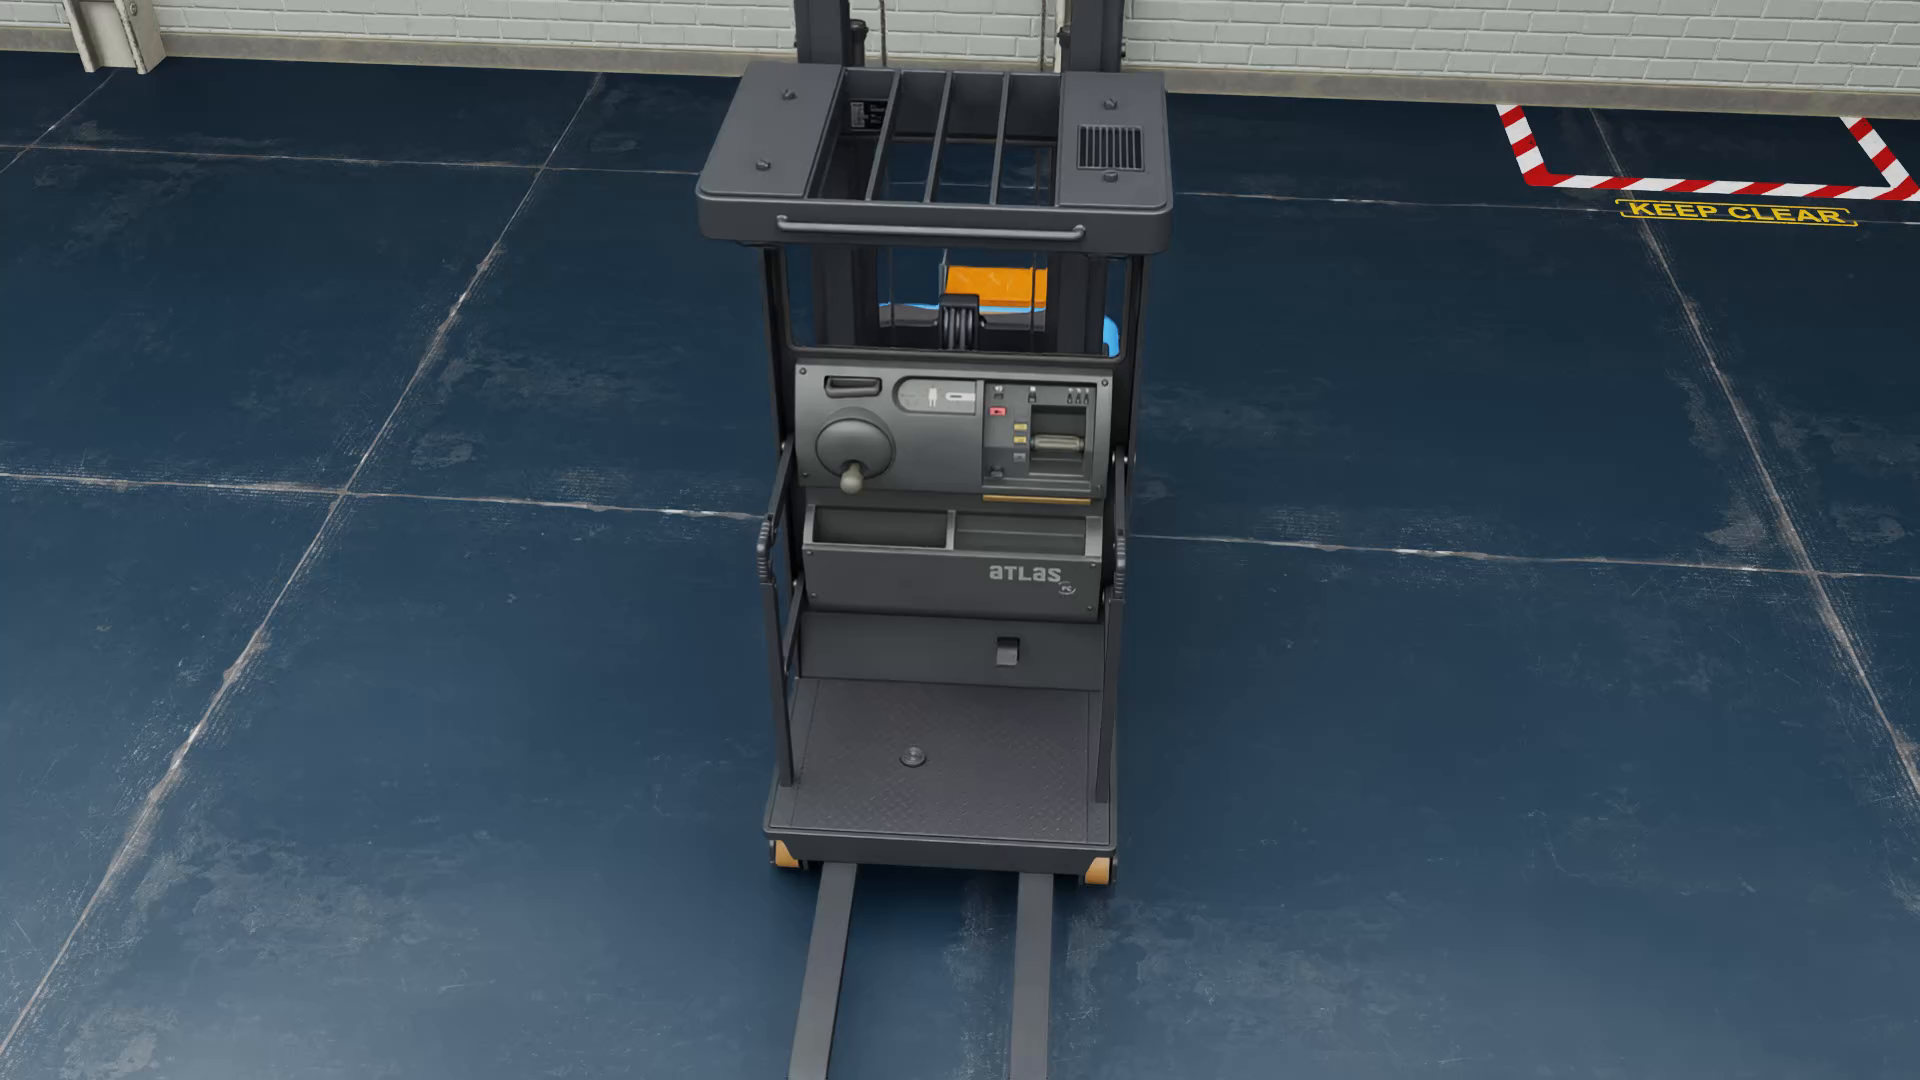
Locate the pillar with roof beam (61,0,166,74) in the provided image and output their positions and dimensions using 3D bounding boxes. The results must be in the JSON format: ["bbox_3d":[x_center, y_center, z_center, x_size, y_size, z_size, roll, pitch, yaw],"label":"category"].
[{"bbox_3d":[-5.593,-3.775,4.260,0.400,9.000,9.100,3,39,4],"label":"pillar with roof beam"}]

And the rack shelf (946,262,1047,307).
[{"bbox_3d":[0.182,-0.920,6.308,0.480,0.148,0.258,2,39,3],"label":"rack shelf"}]

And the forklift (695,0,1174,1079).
[{"bbox_3d":[-0.034,-0.244,4.728,1.130,2.935,3.031,2,39,3],"label":"forklift"}]

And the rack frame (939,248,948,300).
[{"bbox_3d":[-0.062,-0.626,6.569,0.015,1.200,0.240,2,39,3],"label":"rack frame"}]

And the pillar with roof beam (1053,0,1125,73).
[{"bbox_3d":[0.385,-3.448,3.858,0.400,9.000,9.100,3,39,4],"label":"pillar with roof beam"}]

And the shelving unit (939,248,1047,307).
[{"bbox_3d":[0.182,-0.615,6.556,0.503,1.200,0.258,2,39,3],"label":"shelving unit"}]
